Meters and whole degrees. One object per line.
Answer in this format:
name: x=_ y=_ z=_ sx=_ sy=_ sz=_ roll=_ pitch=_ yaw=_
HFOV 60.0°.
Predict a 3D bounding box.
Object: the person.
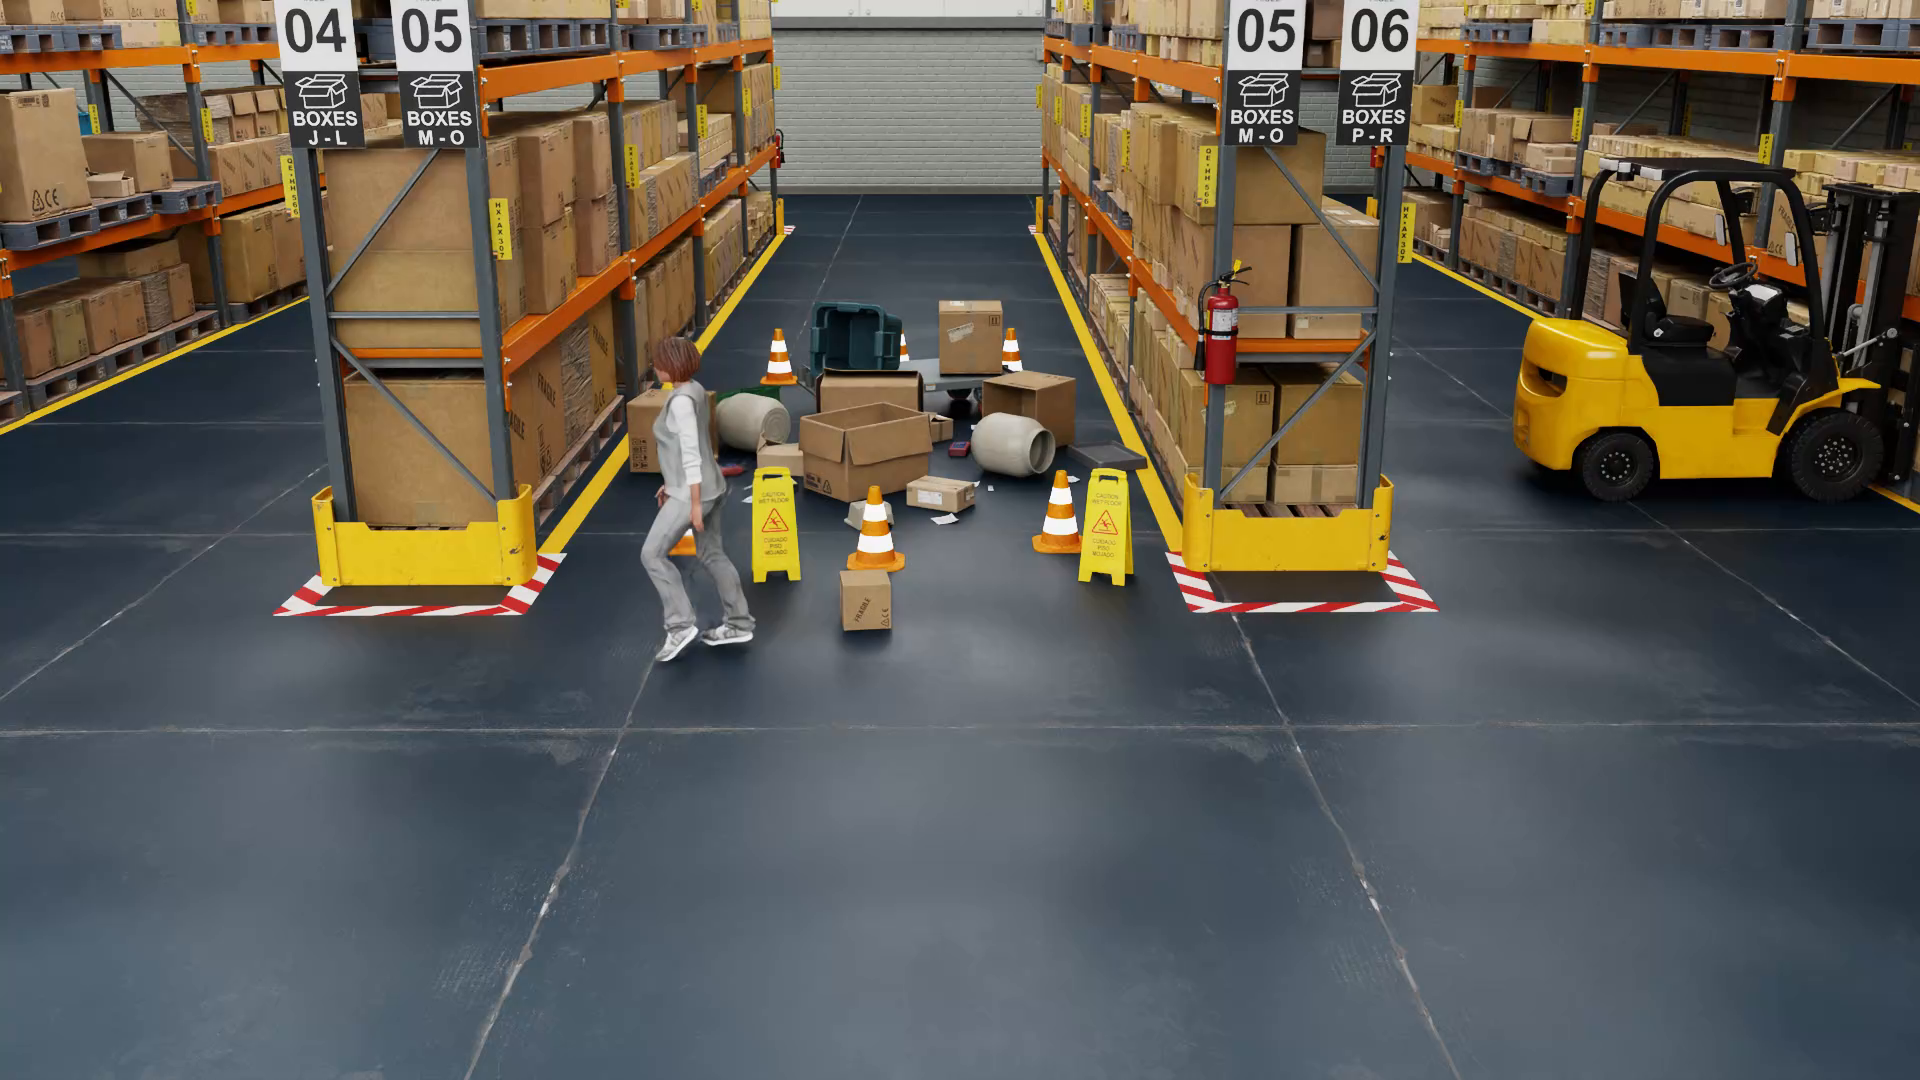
person: x=-1.300 y=-0.191 z=8.193 sx=0.527 sy=1.636 sz=0.450 roll=1 pitch=17 yaw=2
